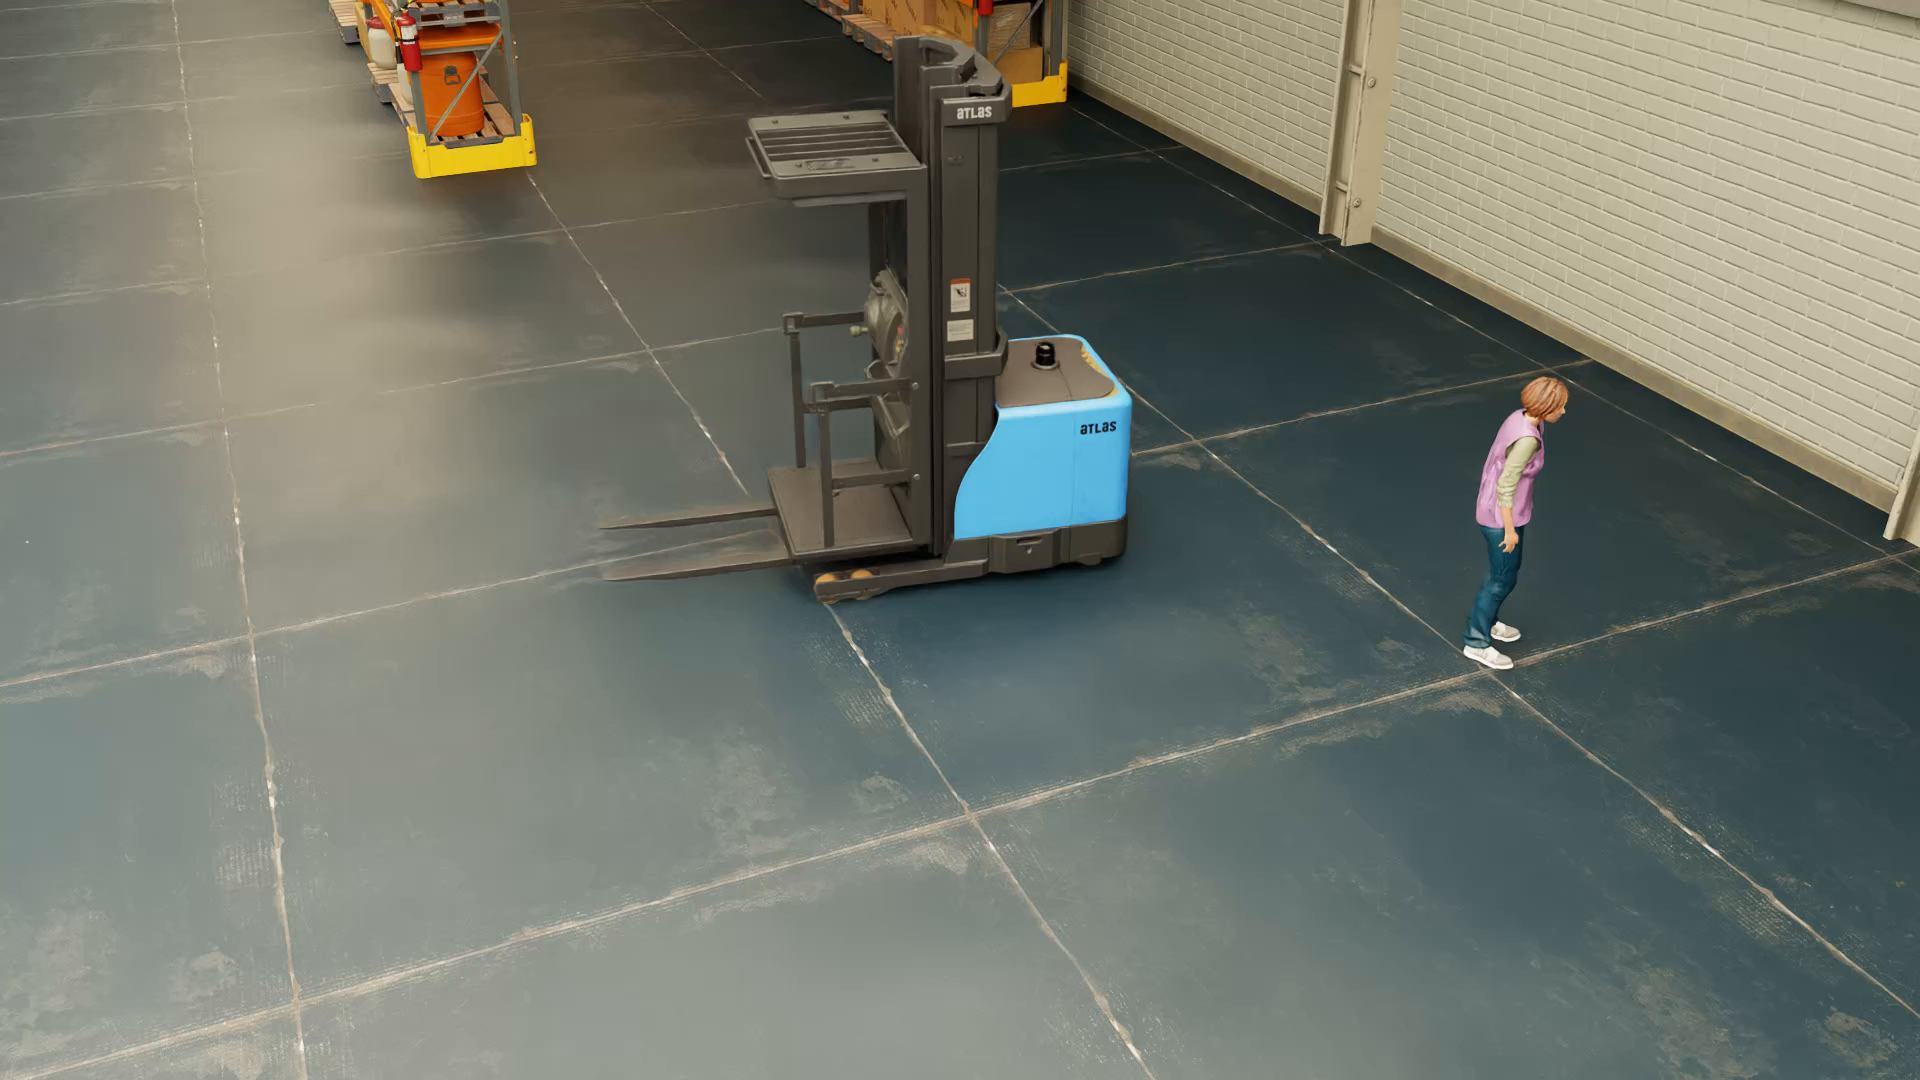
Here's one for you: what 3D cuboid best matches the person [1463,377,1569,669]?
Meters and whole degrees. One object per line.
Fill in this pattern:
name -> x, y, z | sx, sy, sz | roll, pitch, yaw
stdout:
person -> 2.866, -0.117, 8.677 | 0.348, 1.590, 0.465 | 11, 32, 18

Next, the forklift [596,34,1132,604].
forklift -> -0.592, -1.198, 9.215 | 3.031, 2.935, 1.130 | -7, 30, -12
